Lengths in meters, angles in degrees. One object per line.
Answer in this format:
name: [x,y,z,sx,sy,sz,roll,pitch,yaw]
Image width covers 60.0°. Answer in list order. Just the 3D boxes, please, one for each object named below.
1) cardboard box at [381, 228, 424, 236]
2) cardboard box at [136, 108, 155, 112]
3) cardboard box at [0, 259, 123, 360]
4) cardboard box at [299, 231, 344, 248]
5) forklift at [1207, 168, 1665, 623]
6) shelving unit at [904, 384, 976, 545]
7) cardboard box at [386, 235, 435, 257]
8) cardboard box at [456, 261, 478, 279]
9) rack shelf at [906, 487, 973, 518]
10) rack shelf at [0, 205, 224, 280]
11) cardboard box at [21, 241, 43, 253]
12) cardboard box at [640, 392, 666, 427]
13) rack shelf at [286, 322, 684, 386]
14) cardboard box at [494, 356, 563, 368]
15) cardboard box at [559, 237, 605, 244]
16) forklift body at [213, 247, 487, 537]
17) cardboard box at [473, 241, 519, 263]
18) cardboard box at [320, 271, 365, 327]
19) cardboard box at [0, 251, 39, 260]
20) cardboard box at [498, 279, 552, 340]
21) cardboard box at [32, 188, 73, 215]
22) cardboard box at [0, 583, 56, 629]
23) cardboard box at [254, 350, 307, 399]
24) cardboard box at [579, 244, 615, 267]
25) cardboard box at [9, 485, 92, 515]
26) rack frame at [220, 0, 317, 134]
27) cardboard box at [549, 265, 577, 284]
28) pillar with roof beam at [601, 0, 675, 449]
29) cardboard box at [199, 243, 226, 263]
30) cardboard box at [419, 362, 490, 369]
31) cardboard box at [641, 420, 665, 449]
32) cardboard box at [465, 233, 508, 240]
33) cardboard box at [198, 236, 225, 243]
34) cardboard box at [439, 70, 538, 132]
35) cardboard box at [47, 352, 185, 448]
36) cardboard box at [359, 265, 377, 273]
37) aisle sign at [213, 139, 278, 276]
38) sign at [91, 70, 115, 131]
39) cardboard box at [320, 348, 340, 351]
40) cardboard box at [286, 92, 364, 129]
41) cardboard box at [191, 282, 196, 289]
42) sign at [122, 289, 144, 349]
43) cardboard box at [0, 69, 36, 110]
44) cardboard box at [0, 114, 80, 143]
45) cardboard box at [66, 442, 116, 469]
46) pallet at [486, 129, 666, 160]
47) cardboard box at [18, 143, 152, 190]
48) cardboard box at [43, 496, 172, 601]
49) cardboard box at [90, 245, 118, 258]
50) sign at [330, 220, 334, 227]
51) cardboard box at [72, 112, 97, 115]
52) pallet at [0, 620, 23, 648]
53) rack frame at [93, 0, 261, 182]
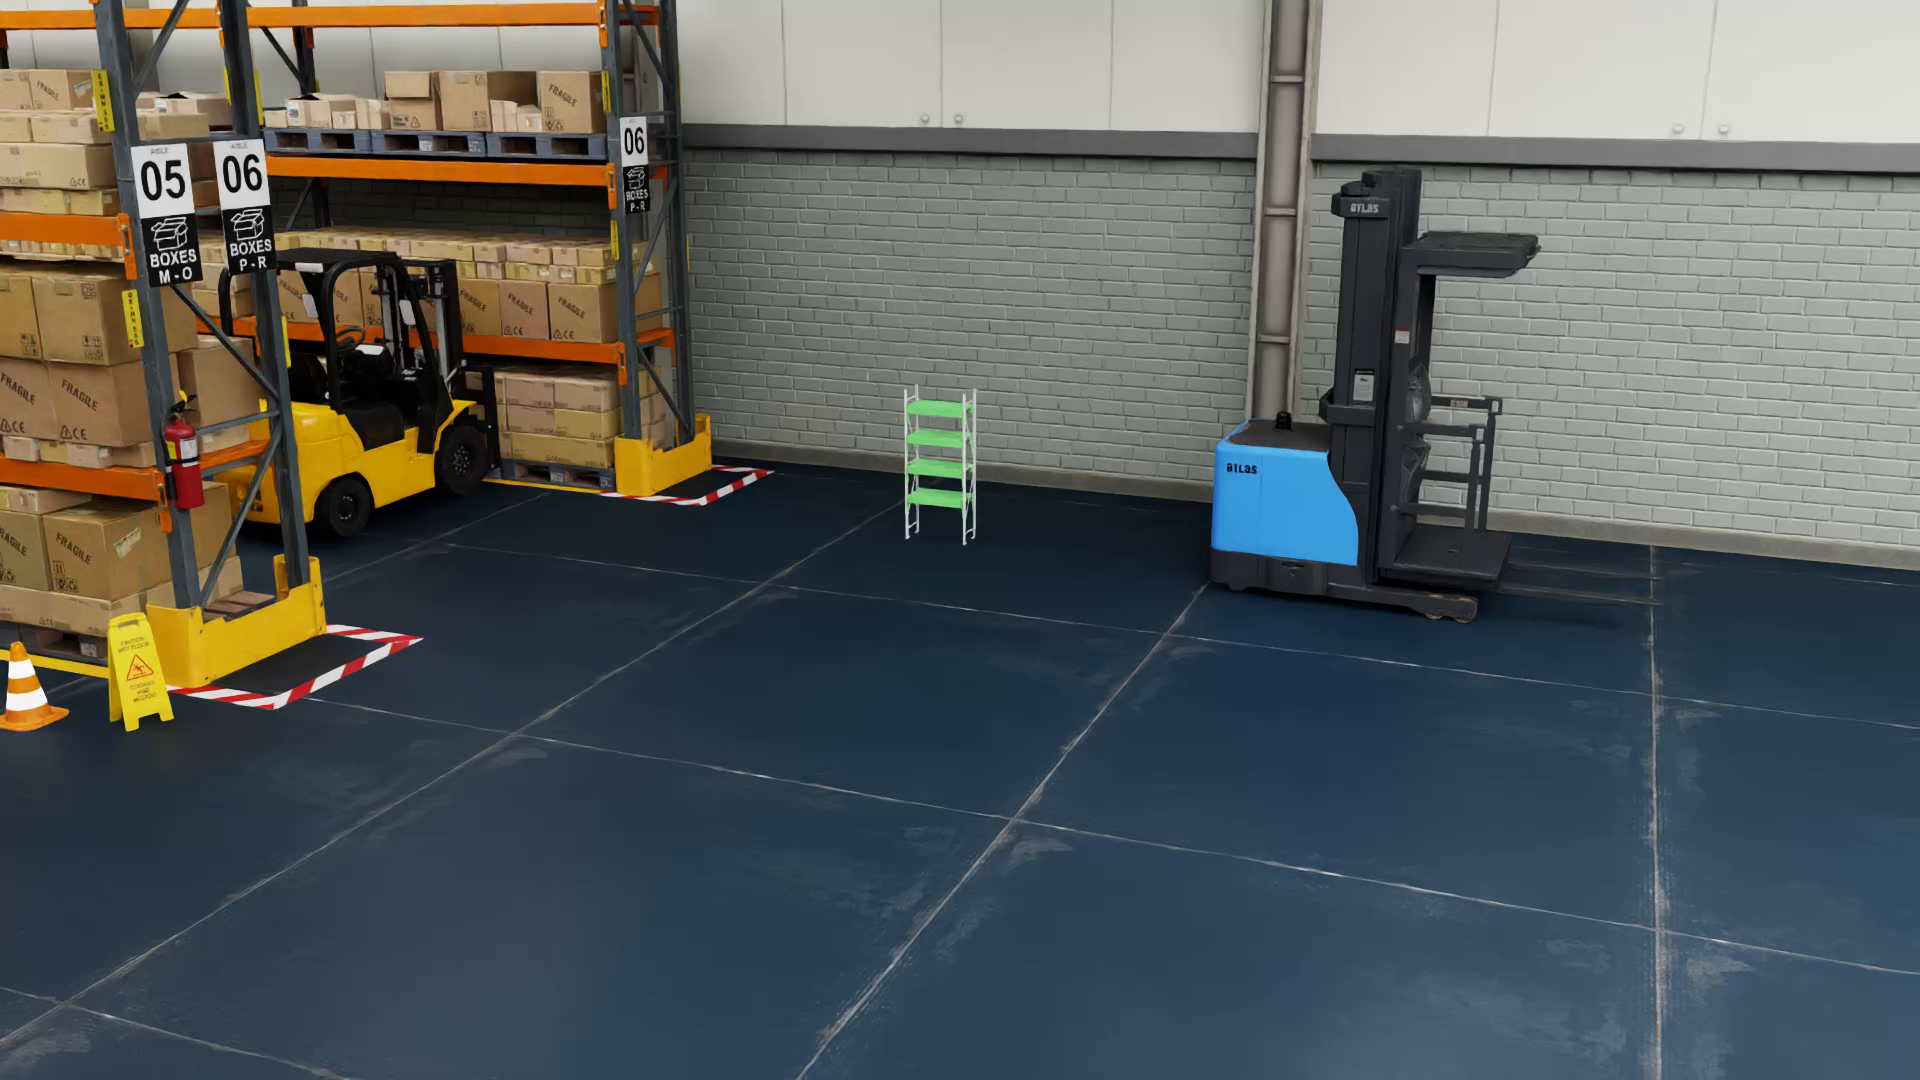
cardboard box: [-5.272,-2.872,15.811,0.250,0.149,0.380,6,17,20]
cardboard box: [-7.539,-3.997,15.699,0.250,0.149,0.380,6,17,20]
cardboard box: [-5.525,-1.417,10.169,0.500,0.500,0.700,6,17,21]
cardboard box: [-5.934,-2.788,15.520,0.250,0.149,0.380,7,17,21]
forklift: [3.348,-1.016,11.416,3.031,2.935,1.130,7,17,22]
shelving unit: [-0.154,-0.593,13.065,0.503,1.200,0.258,6,17,21]
cardboard box: [-4.990,-2.675,15.133,0.250,0.149,0.380,6,17,20]
cardboard box: [-4.311,-2.432,14.827,0.250,0.149,0.380,6,17,21]
rack shelf: [-0.154,-0.301,13.149,0.480,0.148,0.258,6,17,21]
rack shelf: [-6.362,-1.996,10.581,4.000,0.370,1.077,6,17,21]
cardboard box: [-9.192,-2.983,16.727,0.250,0.149,0.380,6,17,21]
cardboard box: [-3.045,-1.208,15.236,0.500,0.250,0.500,7,17,22]
rack shelf: [-4.544,-1.844,15.434,4.000,0.370,1.077,6,17,21]
cardboard box: [-3.989,-1.548,15.512,0.500,0.250,0.500,6,17,20]
cardboard box: [-3.400,-2.636,14.996,0.250,0.149,0.380,7,17,22]
forklift body: [-5.117,-1.298,13.786,1.214,2.155,2.313,6,17,21]
cardboard box: [-4.076,-2.548,14.696,0.250,0.149,0.380,7,18,22]
cardboard box: [-5.597,-2.280,15.467,0.500,0.500,0.500,7,17,22]
cardboard box: [-9.337,-2.811,16.848,0.500,0.250,0.500,7,18,22]
cardboard box: [-3.717,-2.070,14.745,0.500,0.500,0.500,7,18,22]
cardboard box: [-5.180,-1.998,9.745,0.250,0.149,0.380,6,17,21]
cardboard box: [-5.831,0.354,10.753,0.500,0.250,0.500,6,17,21]
cardboard box: [-6.894,-1.505,16.485,0.625,0.625,0.875,7,18,23]
cardboard box: [-3.094,-2.469,14.422,0.250,0.149,0.380,6,17,21]
cardboard box: [-5.709,-0.284,10.442,0.250,0.149,0.380,7,18,22]
rack frame: [-6.405,-5.275,15.203,0.127,3.000,1.000,6,17,21]
cardboard box: [-3.358,-2.325,14.460,0.250,0.149,0.380,7,17,22]
pillar with roof beam: [-4.580,-4.054,10.998,0.400,9.000,9.100,6,17,21]
cardboard box: [-7.051,-2.752,15.931,0.250,0.149,0.380,6,17,20]
cardboard box: [-4.645,-1.466,15.227,0.500,0.250,0.500,6,17,20]
cardboard box: [-3.069,-0.967,15.302,0.500,0.250,0.500,6,17,21]
cardboard box: [-4.346,-2.742,15.363,0.250,0.149,0.380,6,17,21]
cardboard box: [-7.361,-2.932,16.552,0.250,0.149,0.380,6,17,20]
cardboard box: [-4.101,-3.836,14.513,0.500,0.500,0.700,6,17,21]
cardboard box: [-5.108,-0.872,10.083,0.500,0.500,0.500,6,17,20]
cardboard box: [-5.265,-2.535,15.184,0.250,0.149,0.380,6,17,20]
aisle sign: [-4.330,-2.019,10.086,0.004,0.787,0.394,6,17,21]
sign: [-4.724,-2.421,9.163,0.005,0.325,0.100,6,17,21]
cardboard box: [-5.876,-1.755,16.224,0.500,0.250,0.500,7,17,22]
cardboard box: [-5.720,-3.893,15.050,0.500,0.311,0.500,7,17,22]
cardboard box: [-7.437,-2.596,16.110,0.500,0.250,0.500,6,17,19]
sign: [-4.724,-1.263,9.499,0.005,0.325,0.100,6,17,21]
cardboard box: [-9.035,-4.378,16.382,0.500,0.500,0.700,6,17,20]
cardboard box: [-5.394,-2.415,9.753,0.250,0.149,0.380,6,17,20]
cardboard box: [-5.204,-0.556,10.160,0.250,0.149,0.380,6,17,20]
pallet: [-3.332,-3.462,14.496,1.213,0.211,1.003,6,17,21]
cardboard box: [-5.076,-2.191,9.695,0.500,0.250,0.500,6,17,20]
cardboard box: [-5.343,0.048,10.463,0.500,0.500,0.500,6,17,21]
cardboard box: [-8.279,-2.861,16.305,0.250,0.149,0.380,6,17,19]
sign: [-6.203,-2.992,16.404,0.005,0.325,0.100,6,17,21]
cardboard box: [-5.208,-2.552,10.225,0.250,0.149,0.380,6,17,21]
pallet: [-6.446,0.417,11.358,1.213,0.211,1.003,6,17,21]
rack frame: [-4.502,-3.578,9.357,0.127,3.000,1.000,6,17,21]
